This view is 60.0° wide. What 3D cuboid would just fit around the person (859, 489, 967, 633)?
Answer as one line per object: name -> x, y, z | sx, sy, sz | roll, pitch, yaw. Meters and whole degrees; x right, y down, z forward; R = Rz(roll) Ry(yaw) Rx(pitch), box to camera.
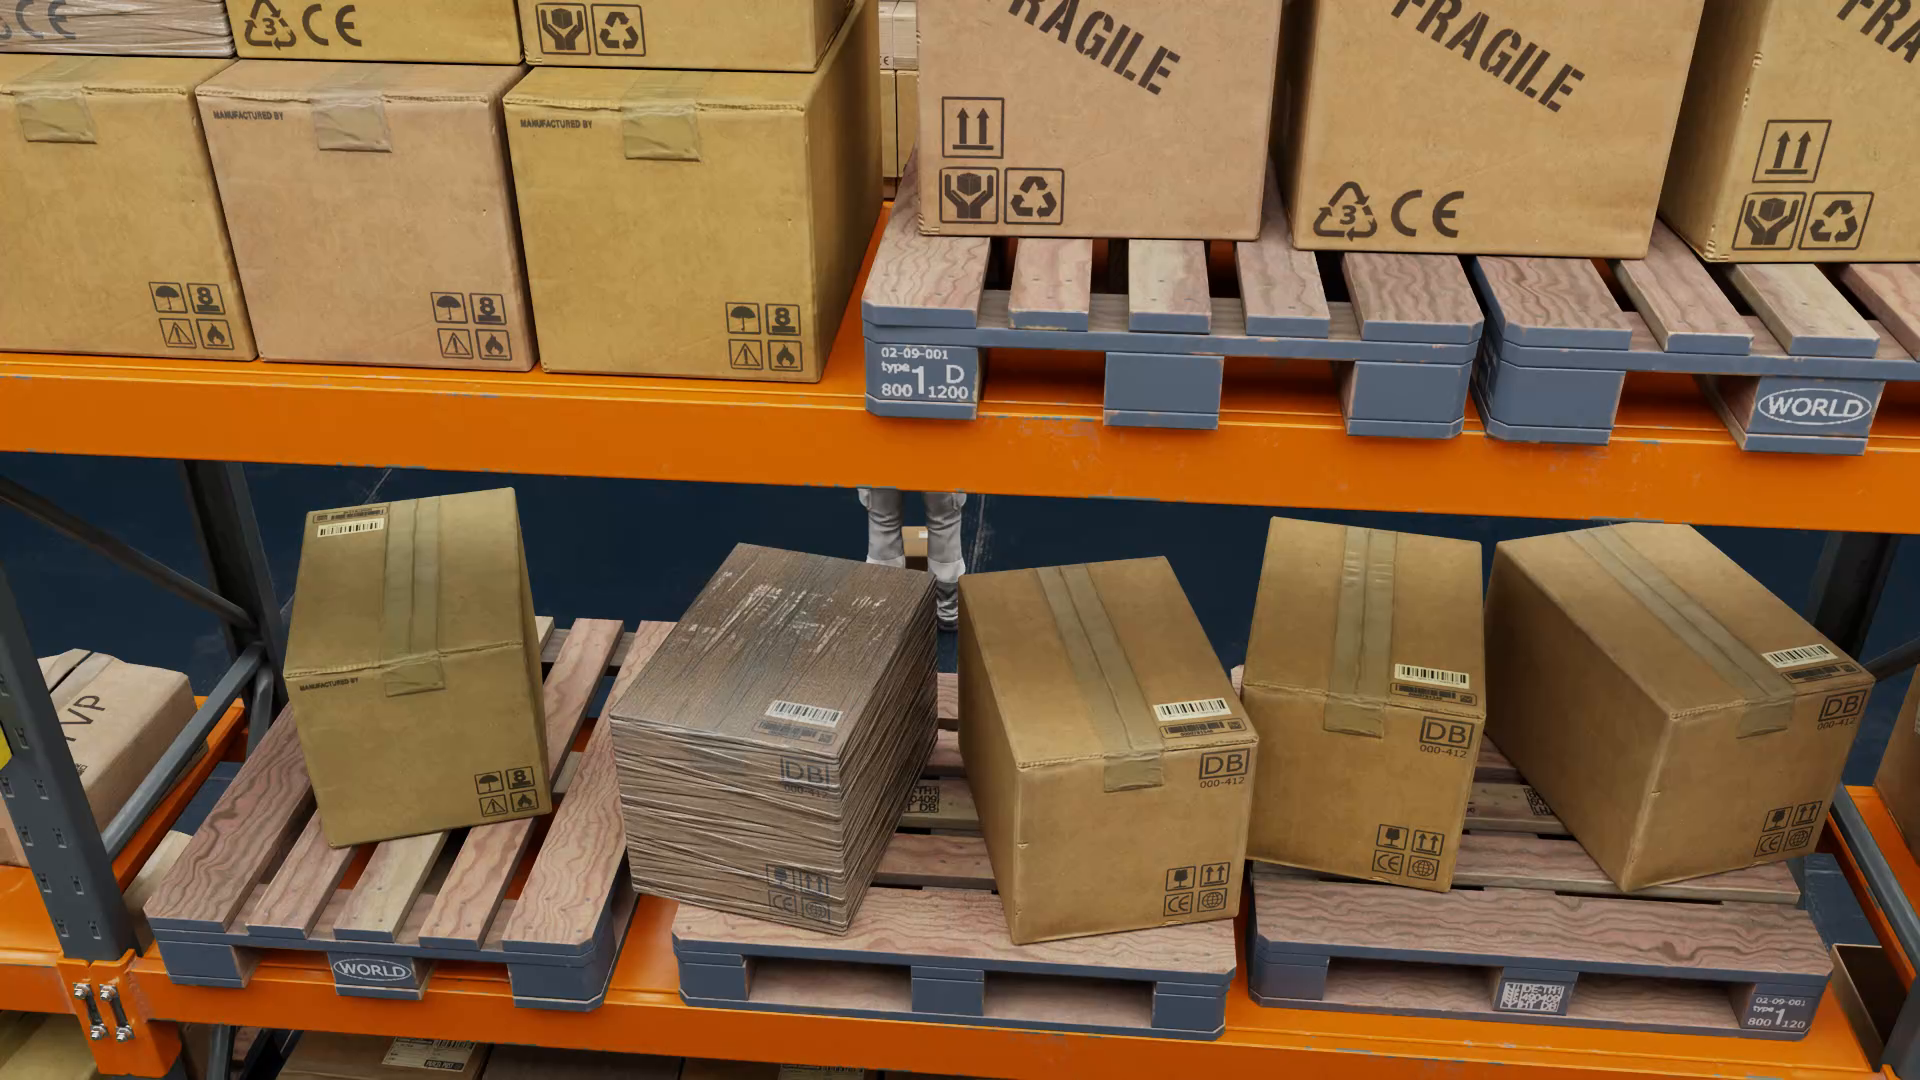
person -> -0.204, -0.422, 6.806 | 0.614, 1.778, 0.456 | 2, 32, 3
